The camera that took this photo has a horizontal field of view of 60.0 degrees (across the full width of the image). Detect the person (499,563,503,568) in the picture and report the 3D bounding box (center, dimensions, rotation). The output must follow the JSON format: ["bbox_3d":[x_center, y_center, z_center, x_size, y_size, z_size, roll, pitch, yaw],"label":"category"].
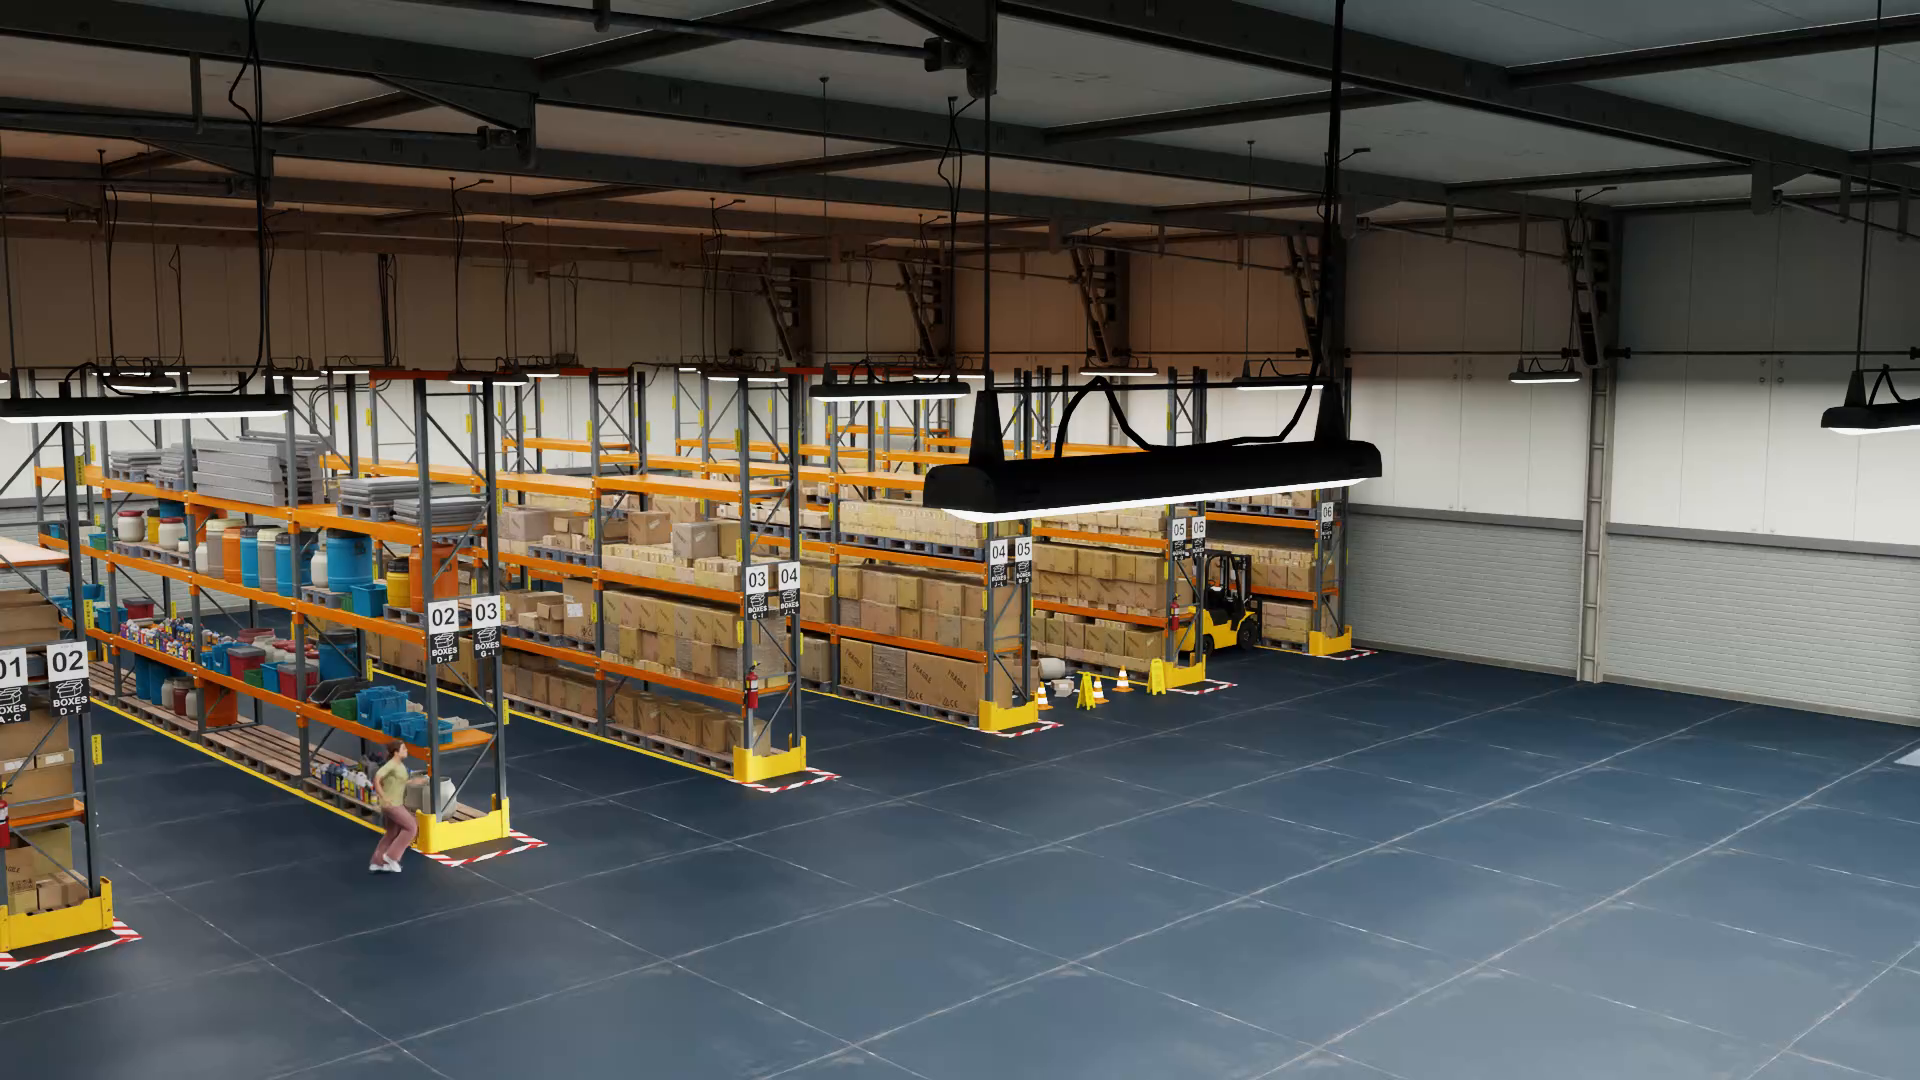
[{"bbox_3d":[-10.440,1.312,36.995,0.708,1.714,0.670,4,8,32],"label":"person"}]

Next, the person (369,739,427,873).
[{"bbox_3d":[-6.855,3.241,20.213,0.690,1.649,0.585,-1,7,-9],"label":"person"}]
